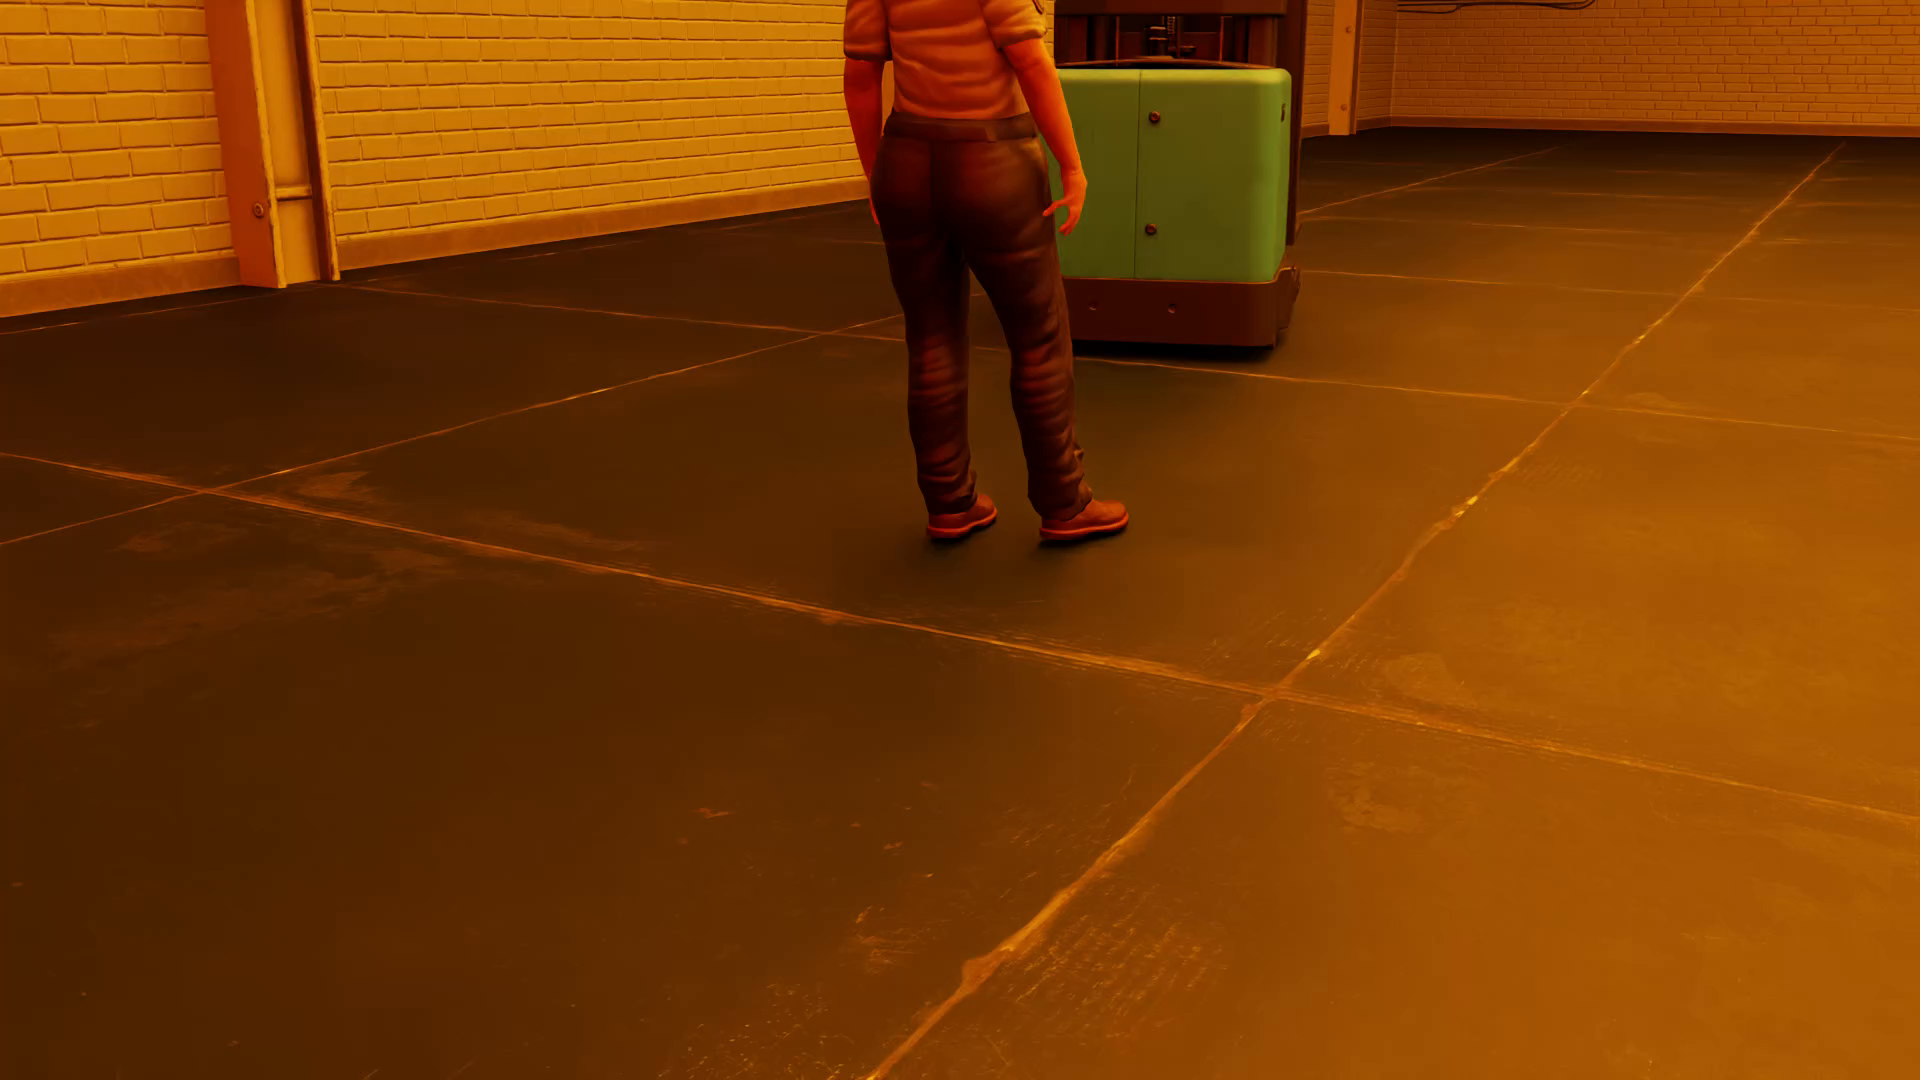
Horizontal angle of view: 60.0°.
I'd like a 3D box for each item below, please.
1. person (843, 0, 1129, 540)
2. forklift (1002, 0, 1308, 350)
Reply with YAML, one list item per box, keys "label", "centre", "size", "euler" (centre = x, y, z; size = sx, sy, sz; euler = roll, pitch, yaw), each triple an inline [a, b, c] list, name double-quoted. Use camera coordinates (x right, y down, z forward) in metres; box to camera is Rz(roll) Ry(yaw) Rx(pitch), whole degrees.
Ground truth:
- label: "person"
  centre: [0.064, -0.817, 3.869]
  size: [0.598, 1.651, 0.503]
  euler: [9, 19, 28]
- label: "forklift"
  centre: [1.007, -2.508, 7.369]
  size: [1.130, 2.935, 3.031]
  euler: [4, 17, 13]
